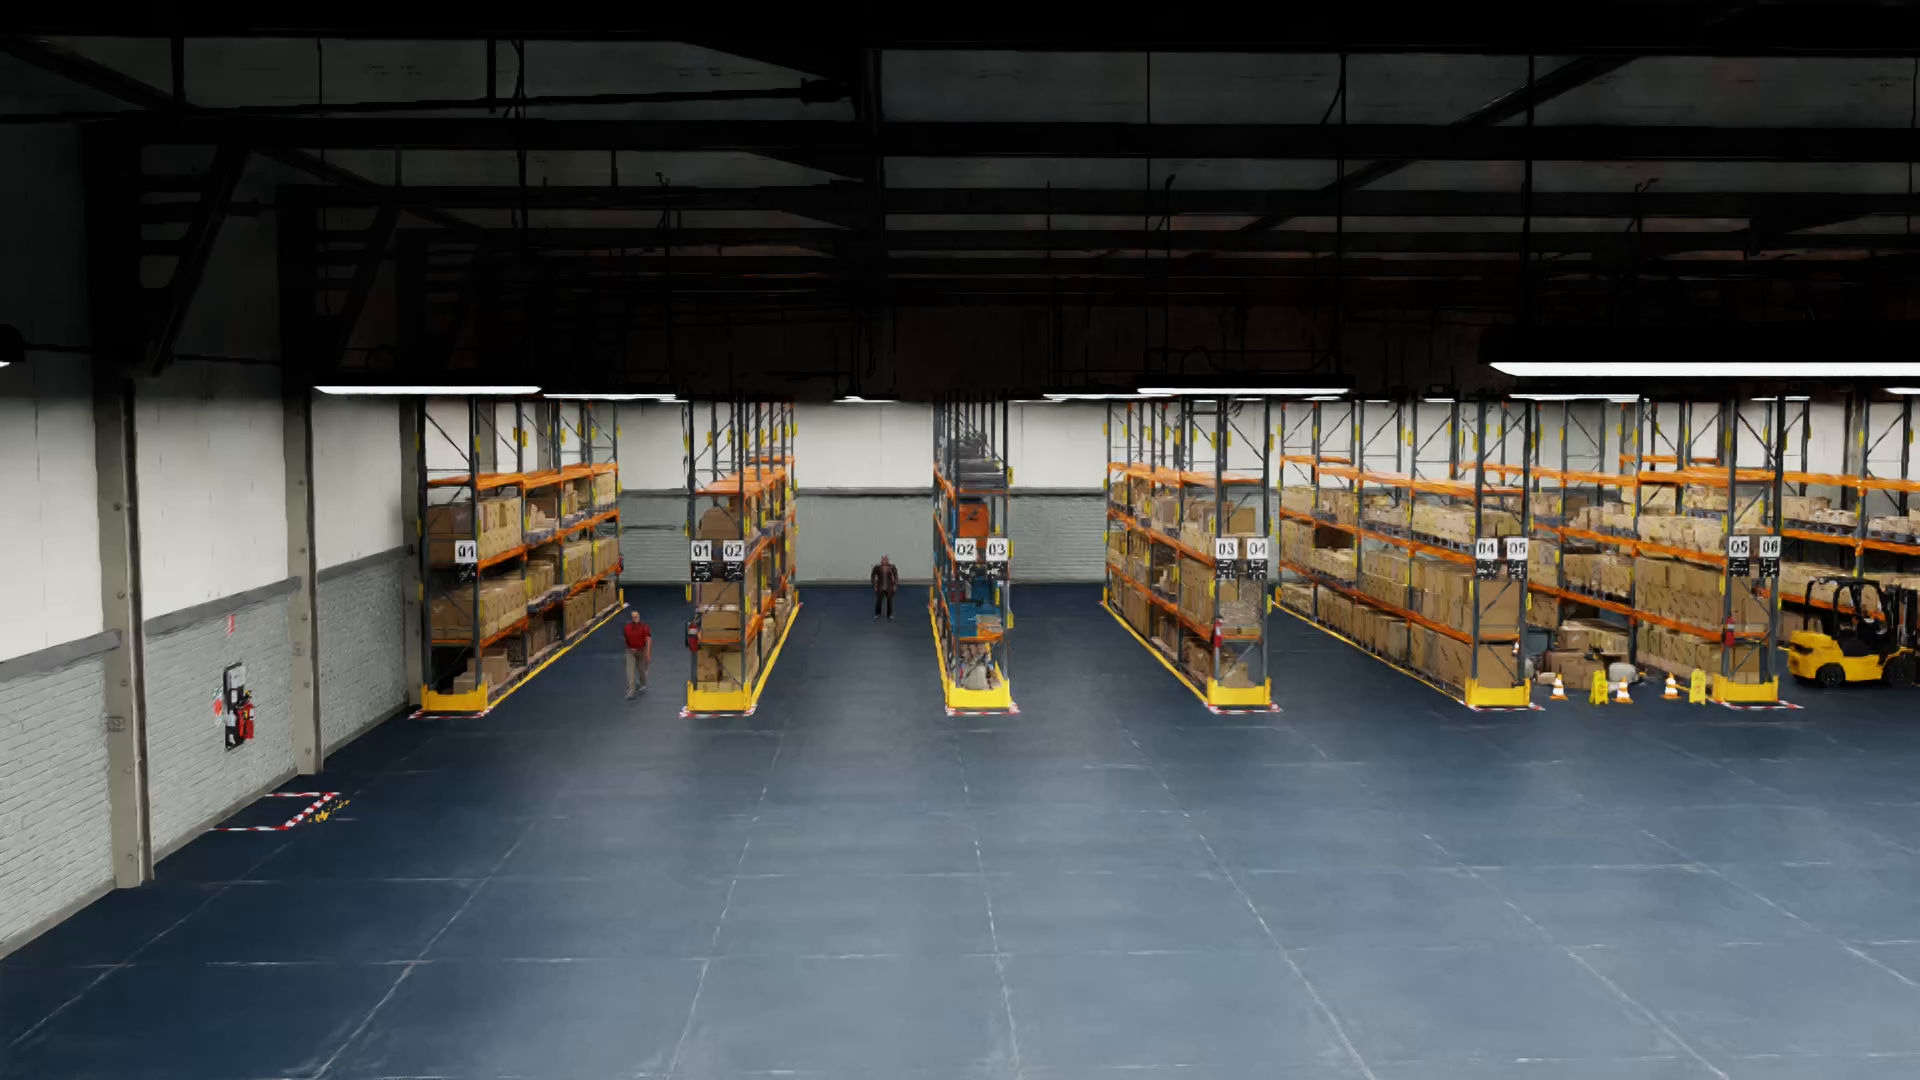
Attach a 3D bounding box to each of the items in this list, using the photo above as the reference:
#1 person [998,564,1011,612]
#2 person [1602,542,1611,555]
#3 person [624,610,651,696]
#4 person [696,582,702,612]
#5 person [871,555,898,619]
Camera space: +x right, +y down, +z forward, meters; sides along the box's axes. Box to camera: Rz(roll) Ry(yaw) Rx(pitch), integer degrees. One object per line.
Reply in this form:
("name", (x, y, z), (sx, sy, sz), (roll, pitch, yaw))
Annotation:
("person", (1.098, 1.184, 44.973), (0.554, 1.724, 1.029), (-1, 5, -10))
("person", (19.452, 0.911, 49.989), (0.638, 1.470, 0.433), (-3, 5, -29))
("person", (-6.356, 2.215, 32.754), (0.557, 1.666, 1.022), (0, 5, -3))
("person", (-7.129, 1.161, 46.015), (0.446, 1.591, 1.110), (0, 5, -5))
("person", (-2.010, 1.248, 44.339), (0.729, 1.733, 0.546), (0, 5, -3))
